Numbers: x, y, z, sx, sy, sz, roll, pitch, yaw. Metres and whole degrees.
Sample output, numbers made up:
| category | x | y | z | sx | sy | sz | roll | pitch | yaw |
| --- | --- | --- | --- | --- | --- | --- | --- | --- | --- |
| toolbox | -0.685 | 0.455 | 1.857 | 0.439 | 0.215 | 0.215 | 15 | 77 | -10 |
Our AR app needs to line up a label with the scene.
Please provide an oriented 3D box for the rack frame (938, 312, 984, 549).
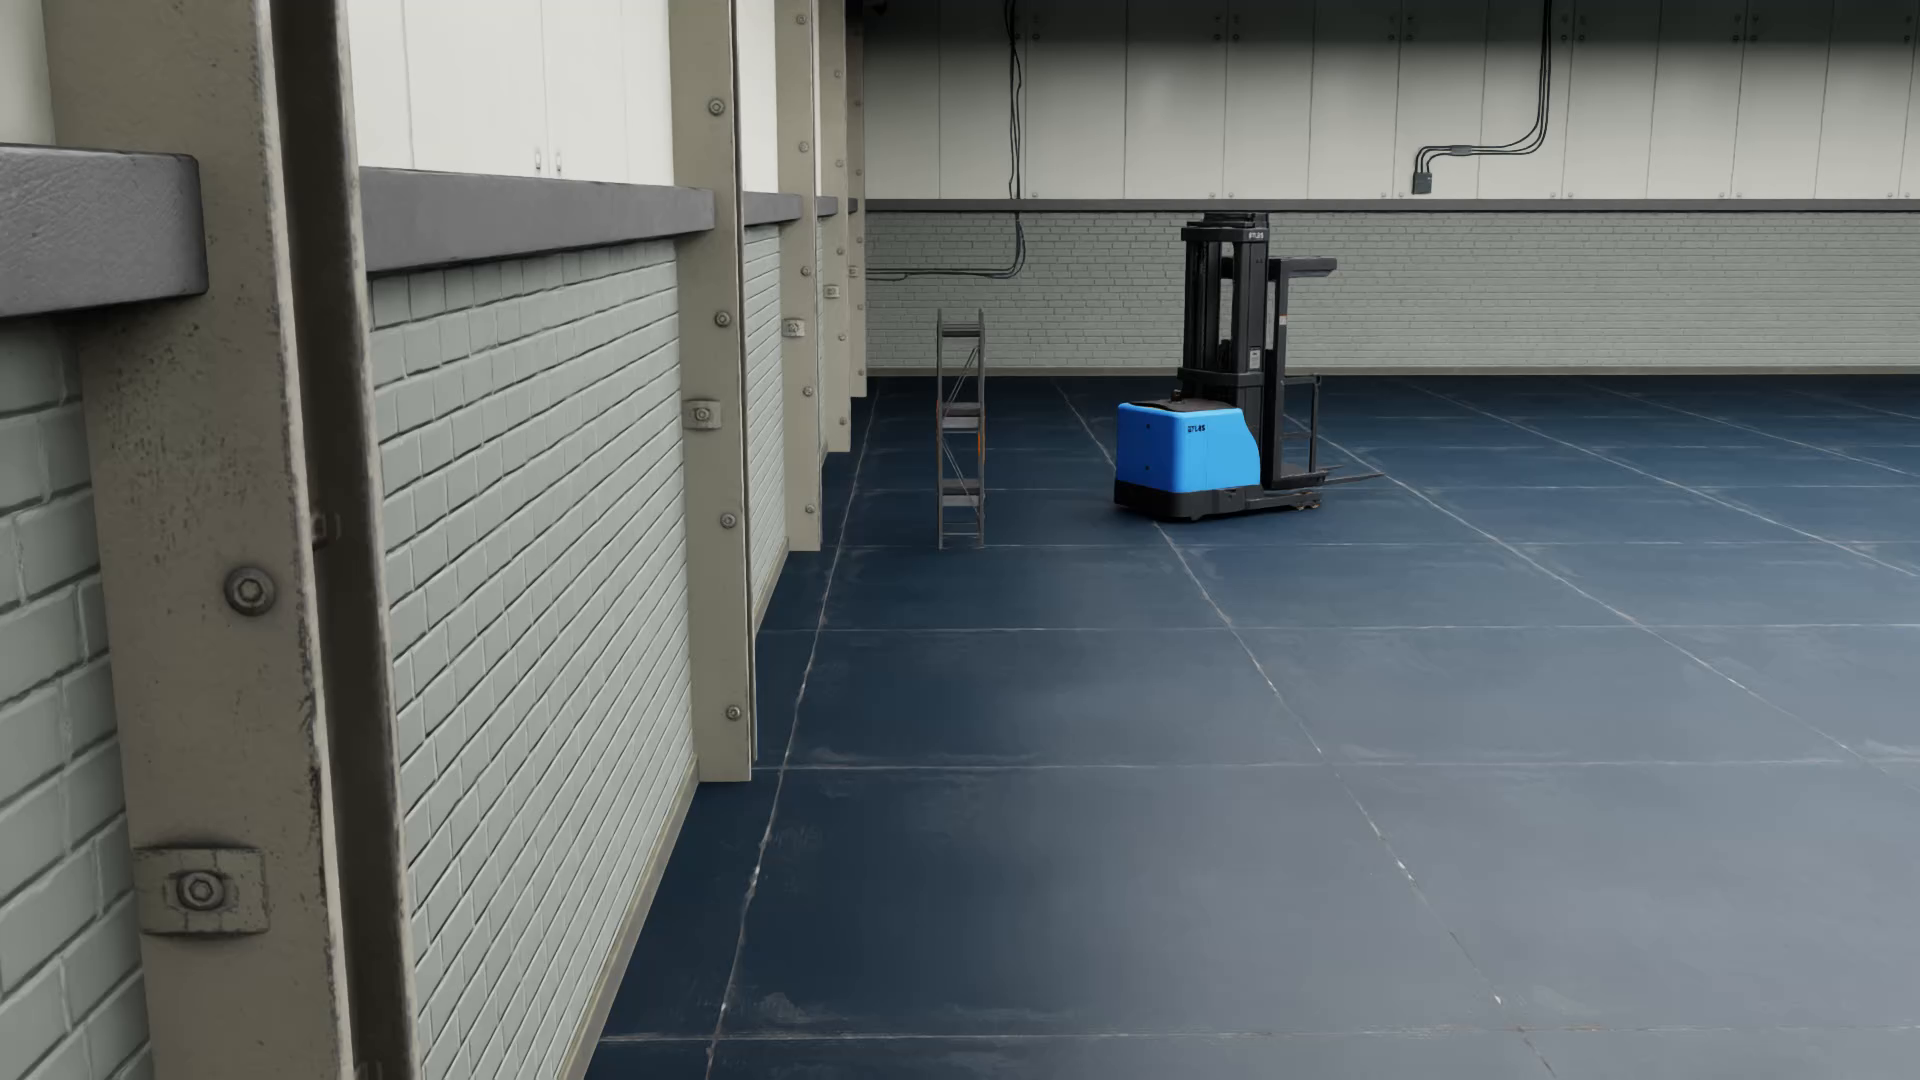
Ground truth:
| category | x | y | z | sx | sy | sz | roll | pitch | yaw |
| --- | --- | --- | --- | --- | --- | --- | --- | --- | --- |
| rack frame | 0.008 | -0.948 | 14.640 | 0.400 | 2.100 | 0.015 | 0 | 11 | -1 |

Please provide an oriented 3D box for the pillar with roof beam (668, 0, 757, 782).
| category | x | y | z | sx | sy | sz | roll | pitch | yaw |
| --- | --- | --- | --- | --- | --- | --- | --- | --- | --- |
| pillar with roof beam | 3.024 | -3.177 | 8.276 | 9.100 | 9.000 | 0.400 | 0 | 11 | -1 |

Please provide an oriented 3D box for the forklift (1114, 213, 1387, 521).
| category | x | y | z | sx | sy | sz | roll | pitch | yaw |
| --- | --- | --- | --- | --- | --- | --- | --- | --- | --- |
| forklift | 3.071 | -1.821 | 16.856 | 3.031 | 2.935 | 1.130 | -7 | 13 | -32 |

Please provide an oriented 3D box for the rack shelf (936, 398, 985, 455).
| category | x | y | z | sx | sy | sz | roll | pitch | yaw |
| --- | --- | --- | --- | --- | --- | --- | --- | --- | --- |
| rack shelf | 0.003 | -0.983 | 14.882 | 0.431 | 0.518 | 0.480 | 0 | 11 | -1 |

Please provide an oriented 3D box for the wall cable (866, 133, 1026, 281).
| category | x | y | z | sx | sy | sz | roll | pitch | yaw |
| --- | --- | --- | --- | --- | --- | --- | --- | --- | --- |
| wall cable | -0.391 | -5.807 | 29.048 | 3.097 | 2.526 | 0.112 | 0 | 11 | -1 |

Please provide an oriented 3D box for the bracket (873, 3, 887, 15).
| category | x | y | z | sx | sy | sz | roll | pitch | yaw |
| --- | --- | --- | --- | --- | --- | --- | --- | --- | --- |
| bracket | -1.355 | -9.056 | 28.204 | 0.235 | 0.232 | 0.430 | 0 | 11 | -1 |

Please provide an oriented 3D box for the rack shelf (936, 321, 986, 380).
| category | x | y | z | sx | sy | sz | roll | pitch | yaw |
| --- | --- | --- | --- | --- | --- | --- | --- | --- | --- |
| rack shelf | 0.003 | -1.669 | 14.743 | 0.431 | 0.518 | 0.480 | 0 | 11 | -1 |

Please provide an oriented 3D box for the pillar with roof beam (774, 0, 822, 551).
| category | x | y | z | sx | sy | sz | roll | pitch | yaw |
| --- | --- | --- | --- | --- | --- | --- | --- | --- | --- |
| pillar with roof beam | 2.900 | -4.370 | 14.155 | 9.100 | 9.000 | 0.400 | 0 | 11 | -1 |

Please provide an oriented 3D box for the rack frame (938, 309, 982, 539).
| category | x | y | z | sx | sy | sz | roll | pitch | yaw |
| --- | --- | --- | --- | --- | --- | --- | --- | --- | --- |
| rack frame | -0.002 | -1.045 | 15.118 | 0.400 | 2.100 | 0.015 | 0 | 11 | -1 |

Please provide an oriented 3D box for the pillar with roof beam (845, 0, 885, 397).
| category | x | y | z | sx | sy | sz | roll | pitch | yaw |
| --- | --- | --- | --- | --- | --- | --- | --- | --- | --- |
| pillar with roof beam | 2.652 | -6.755 | 25.913 | 9.100 | 9.000 | 0.548 | 0 | 11 | -1 |

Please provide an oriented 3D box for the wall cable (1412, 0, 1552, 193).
| category | x | y | z | sx | sy | sz | roll | pitch | yaw |
| --- | --- | --- | --- | --- | --- | --- | --- | --- | --- |
| wall cable | 9.100 | -9.031 | 28.578 | 2.305 | 6.003 | 0.169 | 0 | 11 | -1 |

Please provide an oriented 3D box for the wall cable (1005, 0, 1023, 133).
| category | x | y | z | sx | sy | sz | roll | pitch | yaw |
| --- | --- | --- | --- | --- | --- | --- | --- | --- | --- |
| wall cable | 2.313 | -8.293 | 28.601 | 3.097 | 2.526 | 0.112 | 0 | 11 | -1 |

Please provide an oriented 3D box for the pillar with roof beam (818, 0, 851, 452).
| category | x | y | z | sx | sy | sz | roll | pitch | yaw |
| --- | --- | --- | --- | --- | --- | --- | --- | --- | --- |
| pillar with roof beam | 2.776 | -5.562 | 20.034 | 9.100 | 9.000 | 0.400 | 0 | 11 | -1 |

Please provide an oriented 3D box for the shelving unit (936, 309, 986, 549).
| category | x | y | z | sx | sy | sz | roll | pitch | yaw |
| --- | --- | --- | --- | --- | --- | --- | --- | --- | --- |
| shelving unit | 0.003 | -0.996 | 14.879 | 0.431 | 2.100 | 0.503 | 0 | 11 | -1 |

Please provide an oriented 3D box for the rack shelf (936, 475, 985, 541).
| category | x | y | z | sx | sy | sz | roll | pitch | yaw |
| --- | --- | --- | --- | --- | --- | --- | --- | --- | --- |
| rack shelf | 0.003 | -0.297 | 15.021 | 0.431 | 0.518 | 0.480 | 0 | 11 | -1 |

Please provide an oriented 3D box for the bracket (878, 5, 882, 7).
| category | x | y | z | sx | sy | sz | roll | pitch | yaw |
| --- | --- | --- | --- | --- | --- | --- | --- | --- | --- |
| bracket | -1.343 | -8.939 | 27.625 | 0.076 | 0.066 | 3.189 | 0 | 11 | -1 |
